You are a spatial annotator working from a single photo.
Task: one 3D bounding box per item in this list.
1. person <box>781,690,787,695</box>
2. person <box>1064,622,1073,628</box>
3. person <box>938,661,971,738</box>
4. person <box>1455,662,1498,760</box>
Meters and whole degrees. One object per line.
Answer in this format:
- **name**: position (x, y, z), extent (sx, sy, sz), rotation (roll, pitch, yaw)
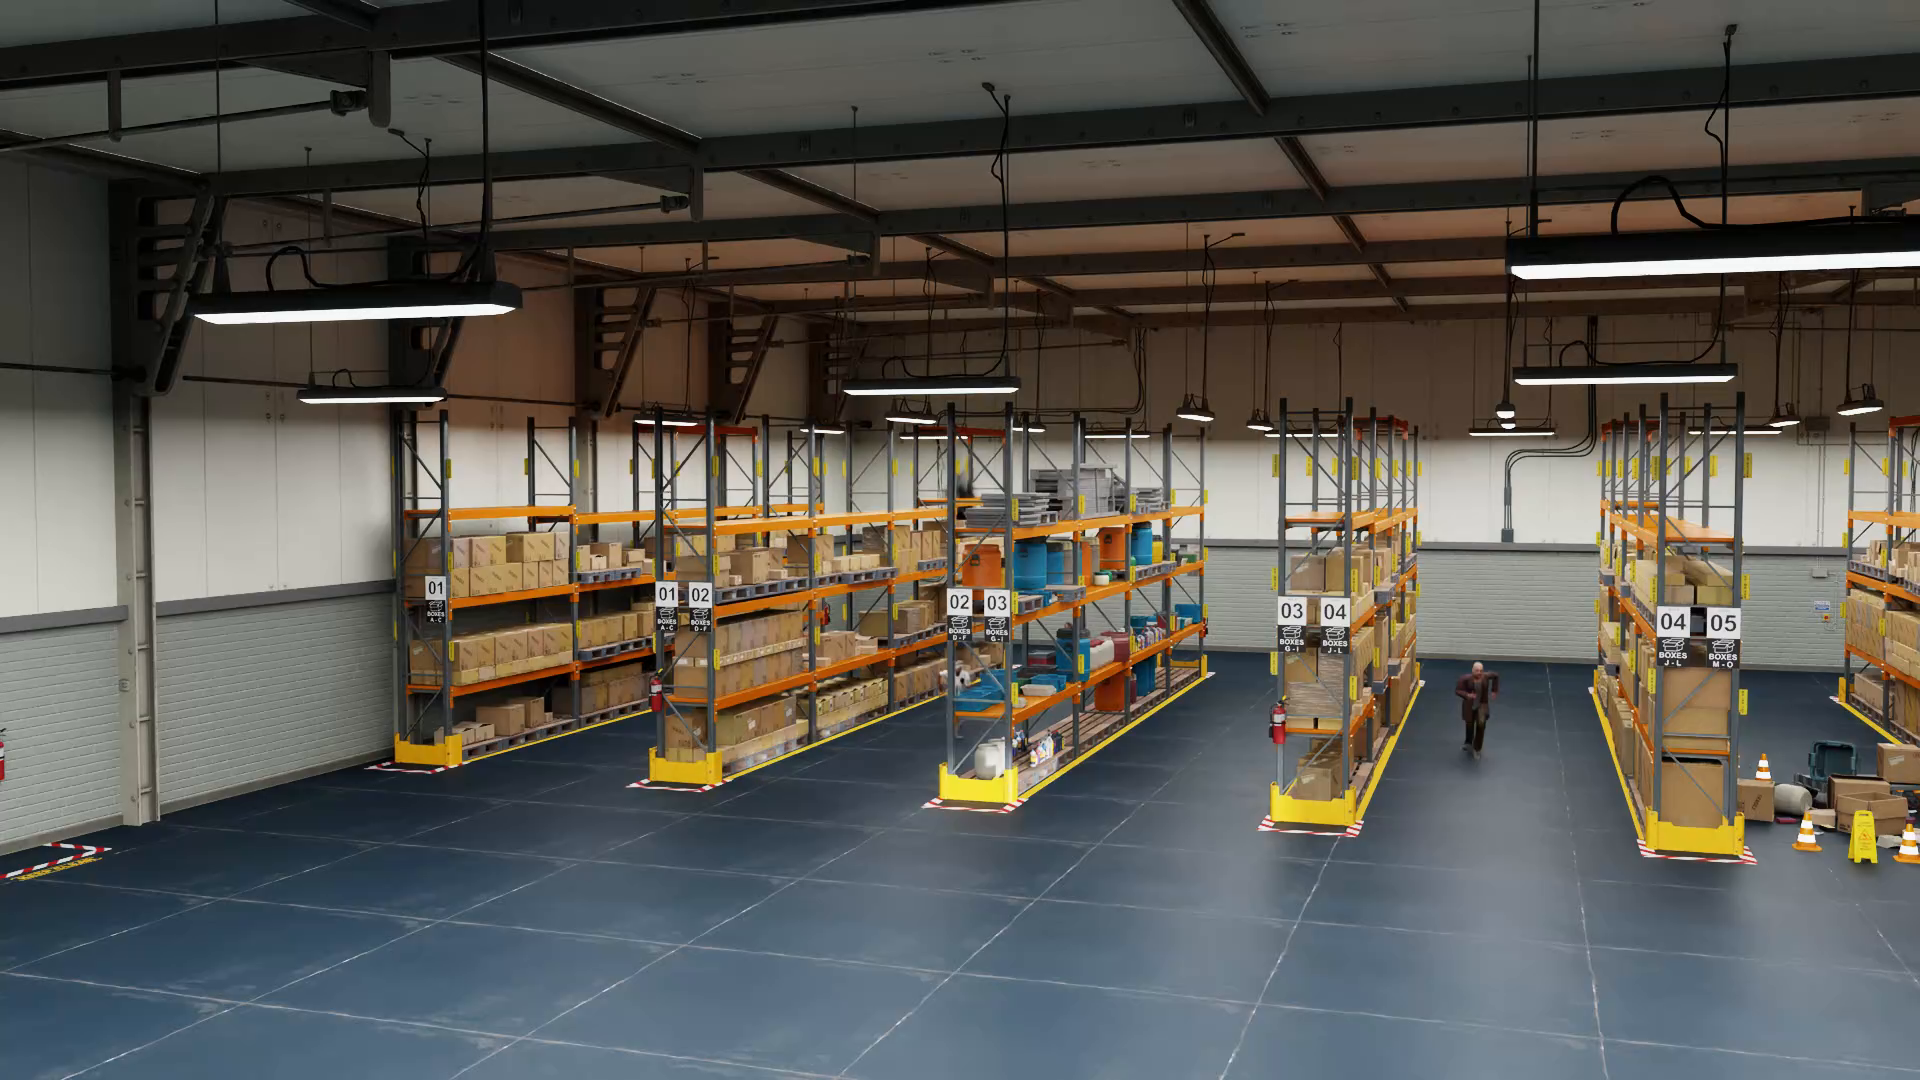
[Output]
- **person**: position (-3.703, 2.672, 34.528), extent (0.631, 1.794, 0.830), rotation (0, 2, 9)
- **person**: position (2.407, 2.630, 36.873), extent (0.509, 1.585, 0.667), rotation (1, 3, 23)
- **person**: position (-0.107, 2.942, 30.677), extent (0.602, 1.492, 0.846), rotation (0, 2, -2)
- **person**: position (8.959, 2.953, 28.903), extent (0.751, 1.735, 1.072), rotation (0, 2, 9)
